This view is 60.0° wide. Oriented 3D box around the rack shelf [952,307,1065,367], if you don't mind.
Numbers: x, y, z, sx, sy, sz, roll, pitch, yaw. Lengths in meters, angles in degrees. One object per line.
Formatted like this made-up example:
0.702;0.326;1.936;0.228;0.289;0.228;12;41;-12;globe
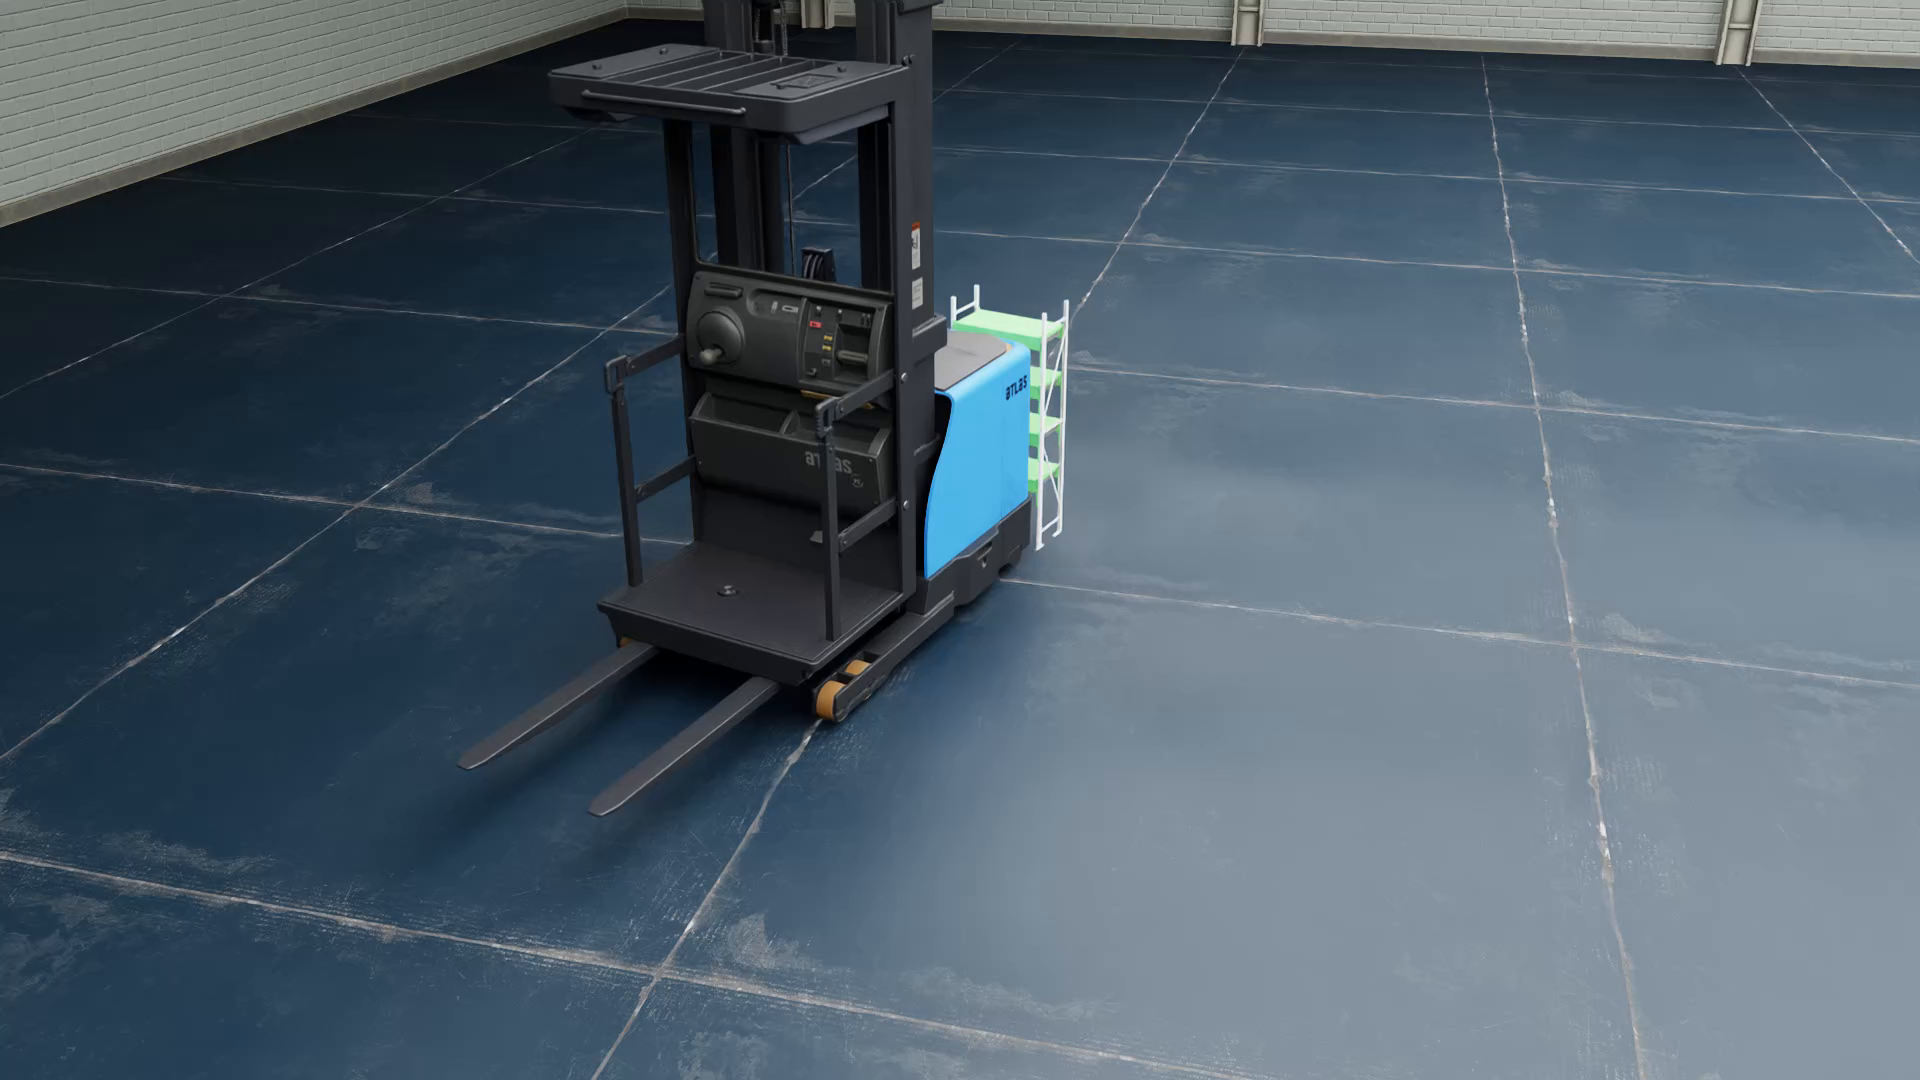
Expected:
0.234;-0.972;7.926;0.480;0.148;0.258;14;29;27;rack shelf

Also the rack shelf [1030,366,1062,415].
0.233;-0.755;8.028;0.480;0.148;0.258;14;29;27;rack shelf

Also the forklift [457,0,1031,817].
-0.807;-0.810;6.541;1.130;2.935;3.031;13;28;26;forklift

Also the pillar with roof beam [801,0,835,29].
-3.069;-9.508;17.751;0.400;9.000;9.100;6;26;13;pillar with roof beam

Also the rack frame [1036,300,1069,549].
0.443;-0.542;7.991;0.015;1.200;0.240;14;29;27;rack frame

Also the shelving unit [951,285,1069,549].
0.233;-0.595;8.104;0.503;1.200;0.258;14;29;27;shelving unit

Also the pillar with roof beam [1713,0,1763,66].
8.553;-8.223;15.053;0.400;9.000;9.100;6;26;13;pillar with roof beam

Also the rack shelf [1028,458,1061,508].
0.232;-0.321;8.233;0.480;0.148;0.258;14;29;27;rack shelf

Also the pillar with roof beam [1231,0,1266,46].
2.742;-8.865;16.402;0.400;9.000;9.100;6;26;13;pillar with roof beam

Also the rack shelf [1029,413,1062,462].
0.233;-0.538;8.131;0.480;0.148;0.258;14;29;27;rack shelf

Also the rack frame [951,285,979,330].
0.023;-0.649;8.216;0.015;1.200;0.240;14;29;27;rack frame
